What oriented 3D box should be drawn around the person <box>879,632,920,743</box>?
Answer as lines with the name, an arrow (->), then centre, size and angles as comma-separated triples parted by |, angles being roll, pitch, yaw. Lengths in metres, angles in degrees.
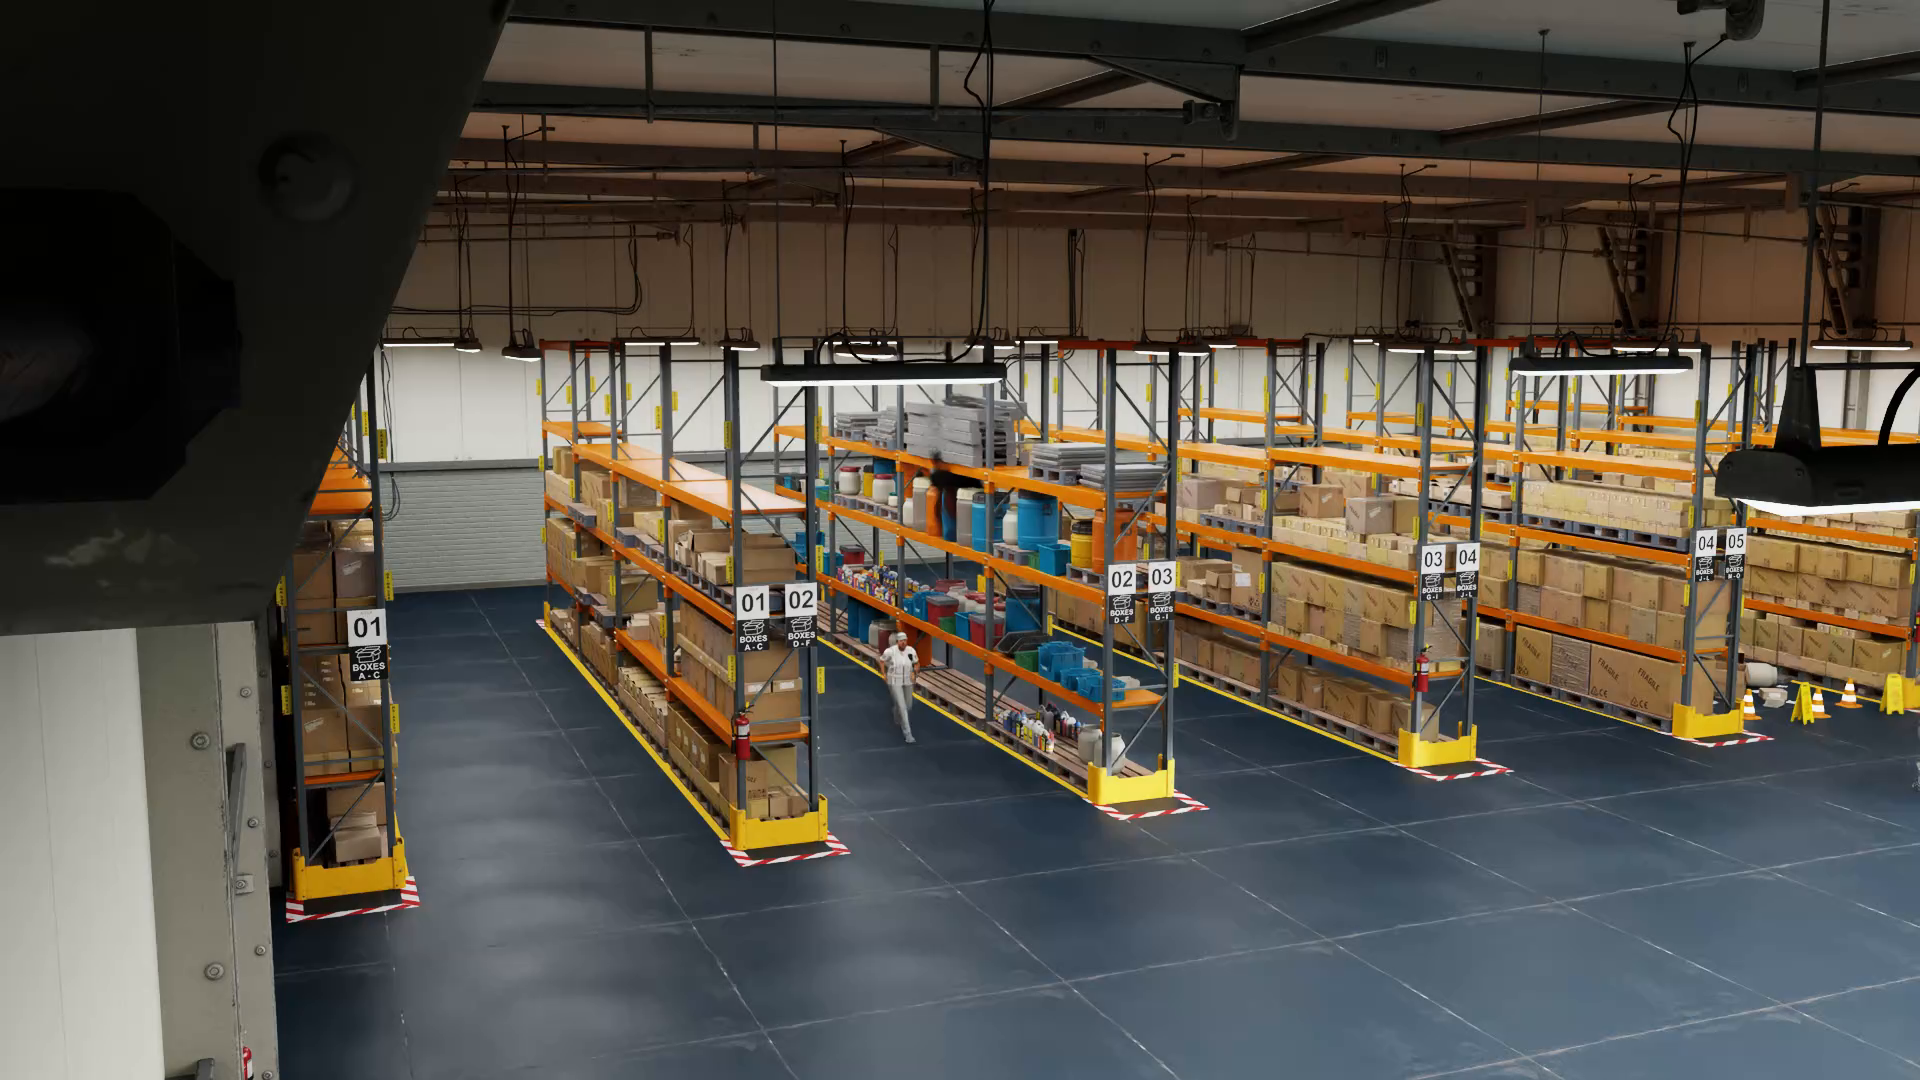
person -> -0.918, 2.215, 25.550 | 0.630, 1.662, 0.895 | -3, 8, -21

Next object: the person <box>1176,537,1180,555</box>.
person -> 4.804, 0.626, 38.370 | 0.586, 1.505, 0.813 | -2, 8, -14
